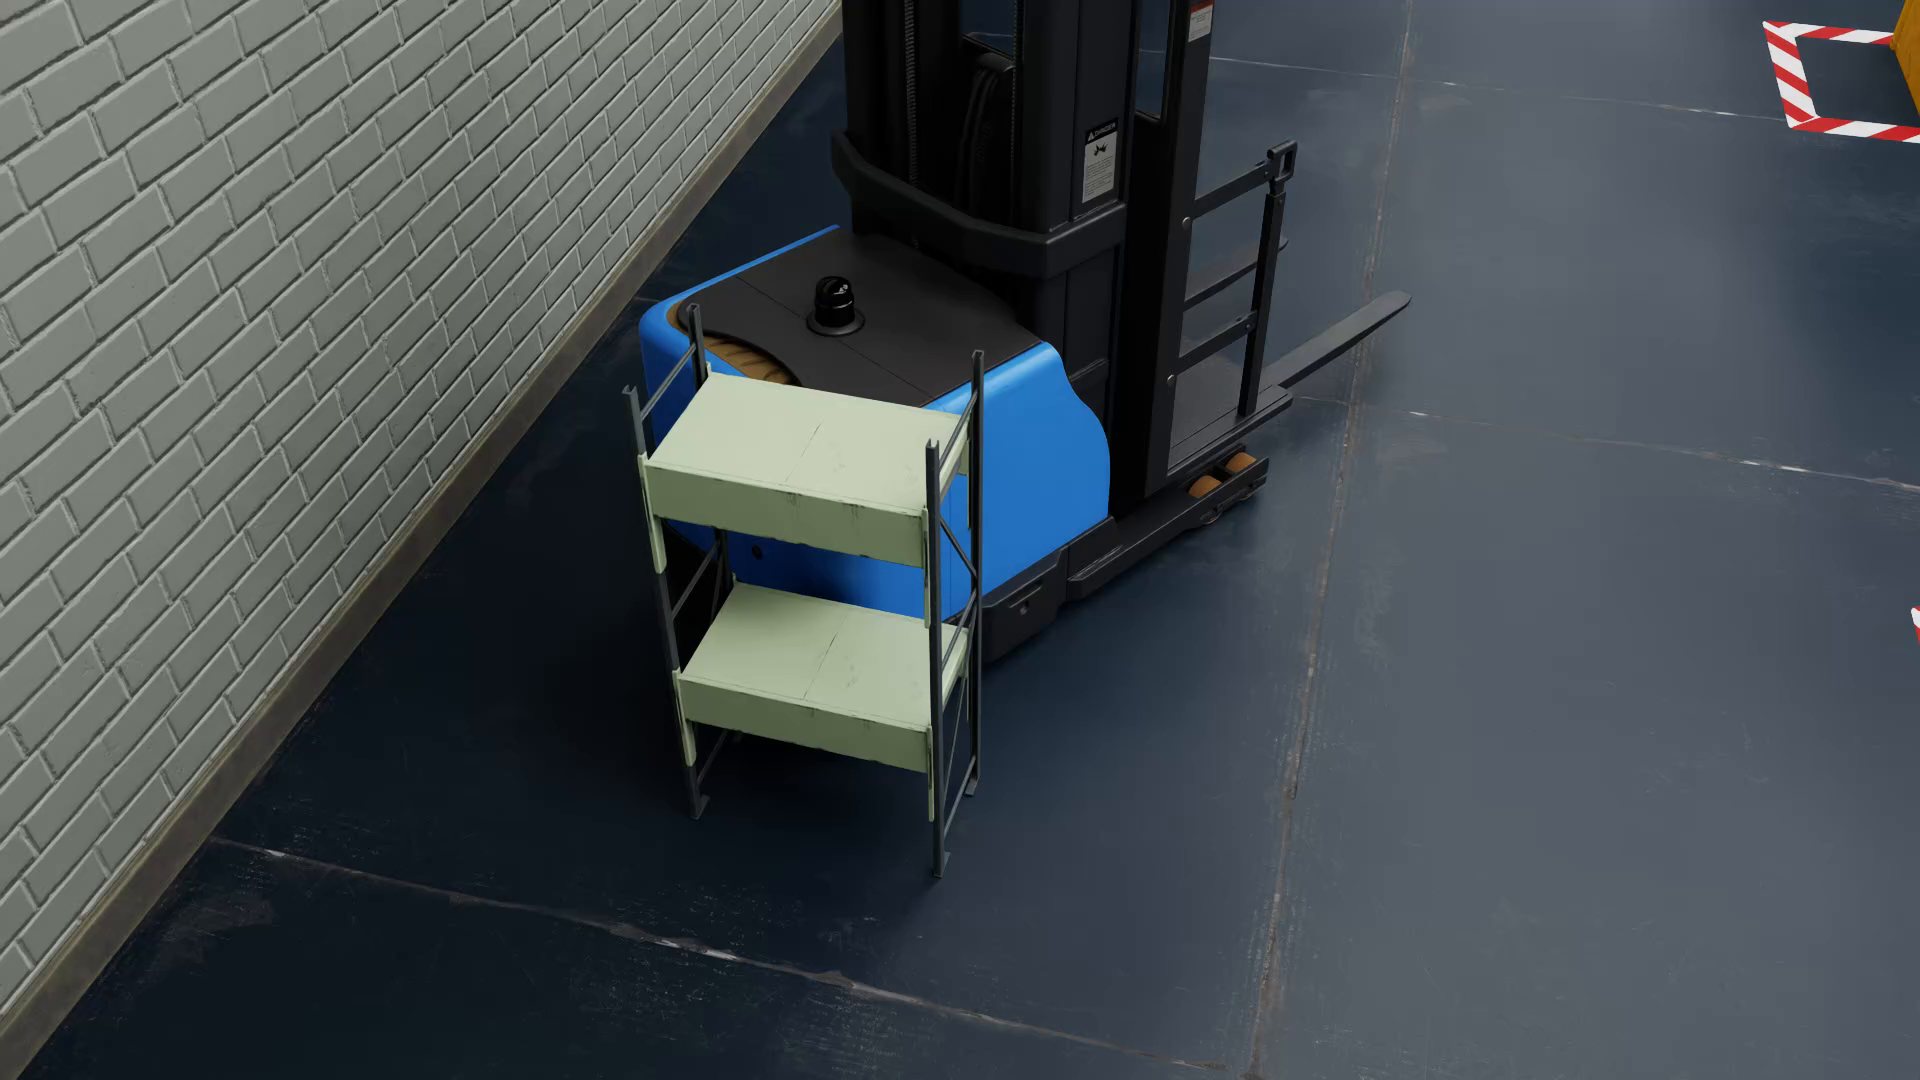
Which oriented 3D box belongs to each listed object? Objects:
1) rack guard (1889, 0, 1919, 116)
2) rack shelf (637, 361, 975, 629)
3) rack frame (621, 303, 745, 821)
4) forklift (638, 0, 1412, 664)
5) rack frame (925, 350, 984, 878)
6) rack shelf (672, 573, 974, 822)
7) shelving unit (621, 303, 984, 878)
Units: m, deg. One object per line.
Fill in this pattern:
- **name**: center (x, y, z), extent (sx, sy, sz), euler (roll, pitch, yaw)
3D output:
- **rack guard**: center (5.008, -2.489, 8.325), extent (0.348, 0.500, 1.175), euler (10, 41, 11)
- **rack shelf**: center (-0.360, -0.120, 4.117), extent (0.720, 0.370, 0.431), euler (11, 42, 13)
- **rack frame**: center (-0.710, 0.111, 4.450), extent (0.023, 1.500, 0.400), euler (11, 42, 13)
- **forklift**: center (0.452, -1.398, 5.135), extent (3.031, 2.935, 1.130), euler (-31, 49, -32)
- **rack frame**: center (-0.008, 0.245, 4.290), extent (0.023, 1.500, 0.400), euler (11, 42, 13)
- **rack shelf**: center (-0.358, 0.426, 4.581), extent (0.720, 0.370, 0.431), euler (11, 42, 13)
- **shelving unit**: center (-0.359, 0.178, 4.370), extent (0.755, 1.500, 0.431), euler (11, 42, 13)
